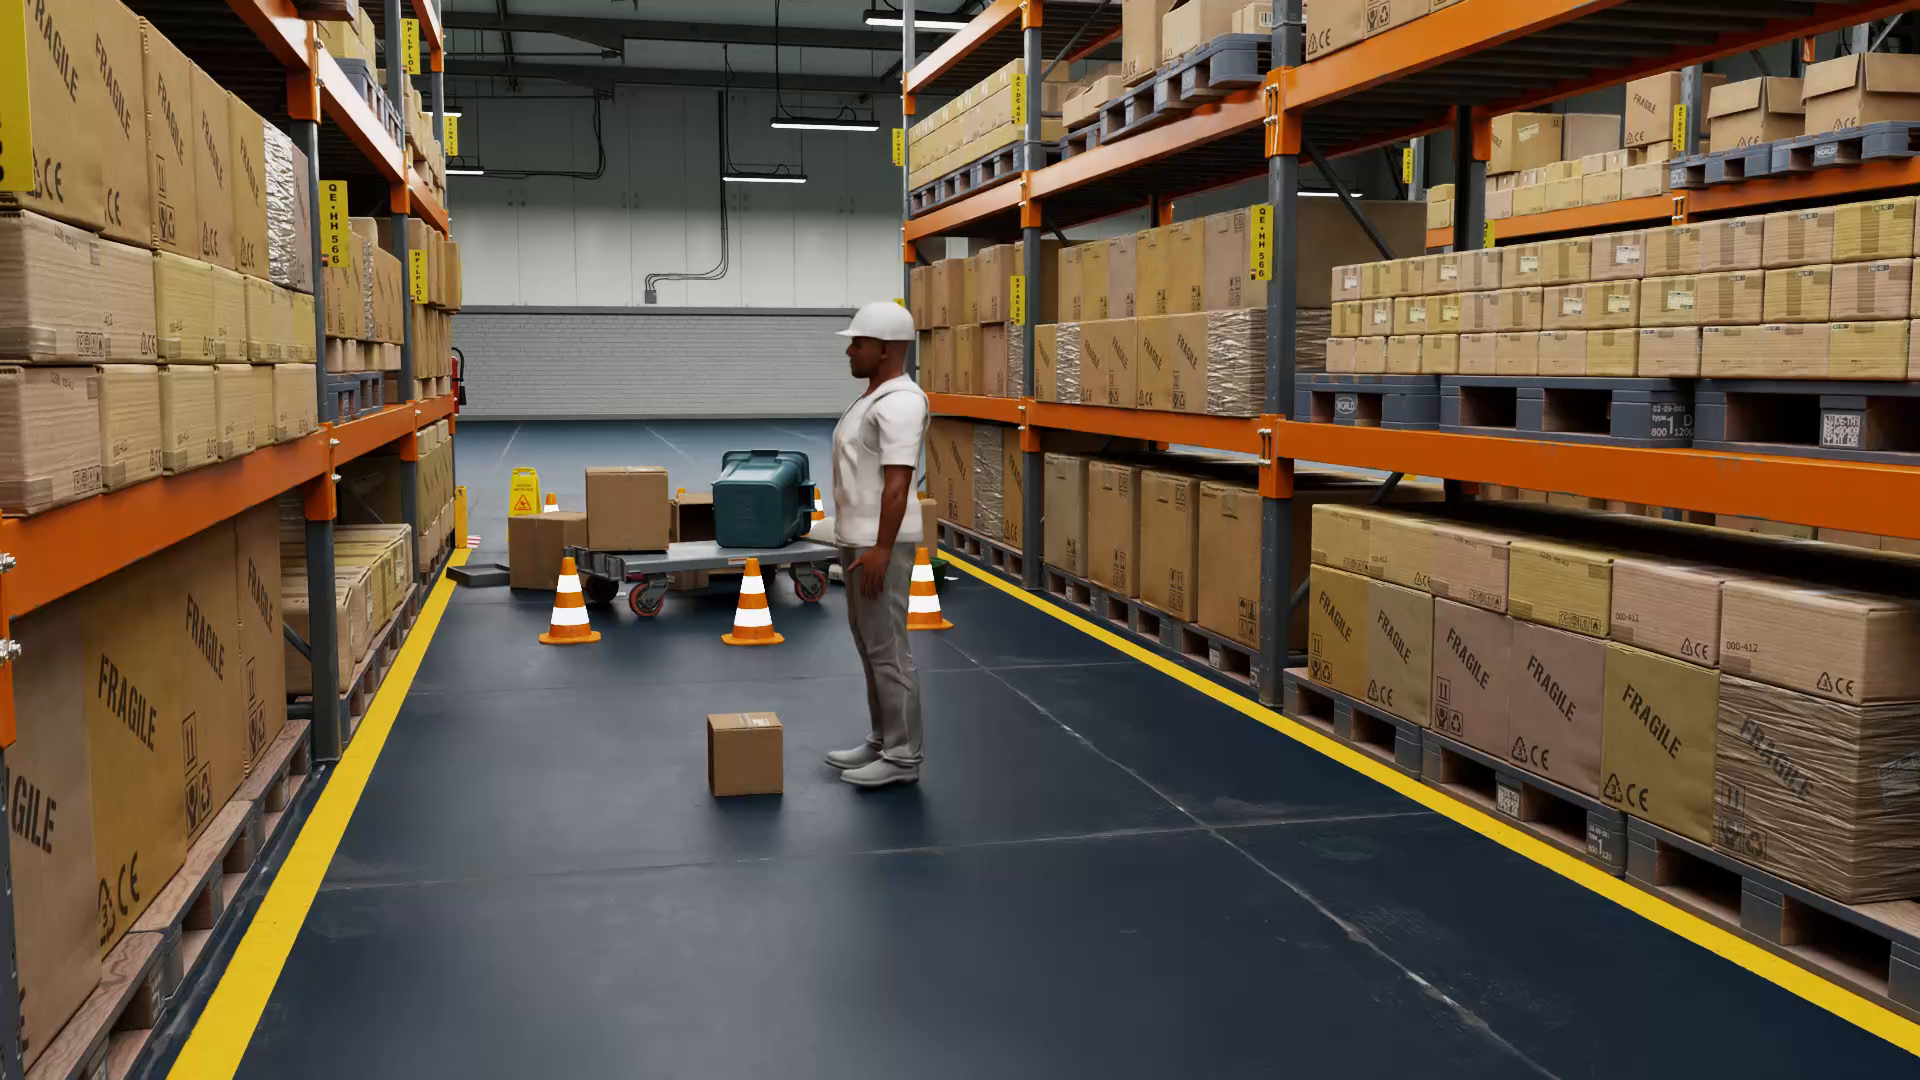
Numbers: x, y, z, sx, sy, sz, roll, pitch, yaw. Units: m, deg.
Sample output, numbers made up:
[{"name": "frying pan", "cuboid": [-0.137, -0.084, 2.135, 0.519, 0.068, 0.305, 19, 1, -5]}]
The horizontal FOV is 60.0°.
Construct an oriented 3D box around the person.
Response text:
[{"name": "person", "cuboid": [-0.305, 0.012, 6.150, 0.355, 1.766, 0.568, -1, 6, -12]}]
